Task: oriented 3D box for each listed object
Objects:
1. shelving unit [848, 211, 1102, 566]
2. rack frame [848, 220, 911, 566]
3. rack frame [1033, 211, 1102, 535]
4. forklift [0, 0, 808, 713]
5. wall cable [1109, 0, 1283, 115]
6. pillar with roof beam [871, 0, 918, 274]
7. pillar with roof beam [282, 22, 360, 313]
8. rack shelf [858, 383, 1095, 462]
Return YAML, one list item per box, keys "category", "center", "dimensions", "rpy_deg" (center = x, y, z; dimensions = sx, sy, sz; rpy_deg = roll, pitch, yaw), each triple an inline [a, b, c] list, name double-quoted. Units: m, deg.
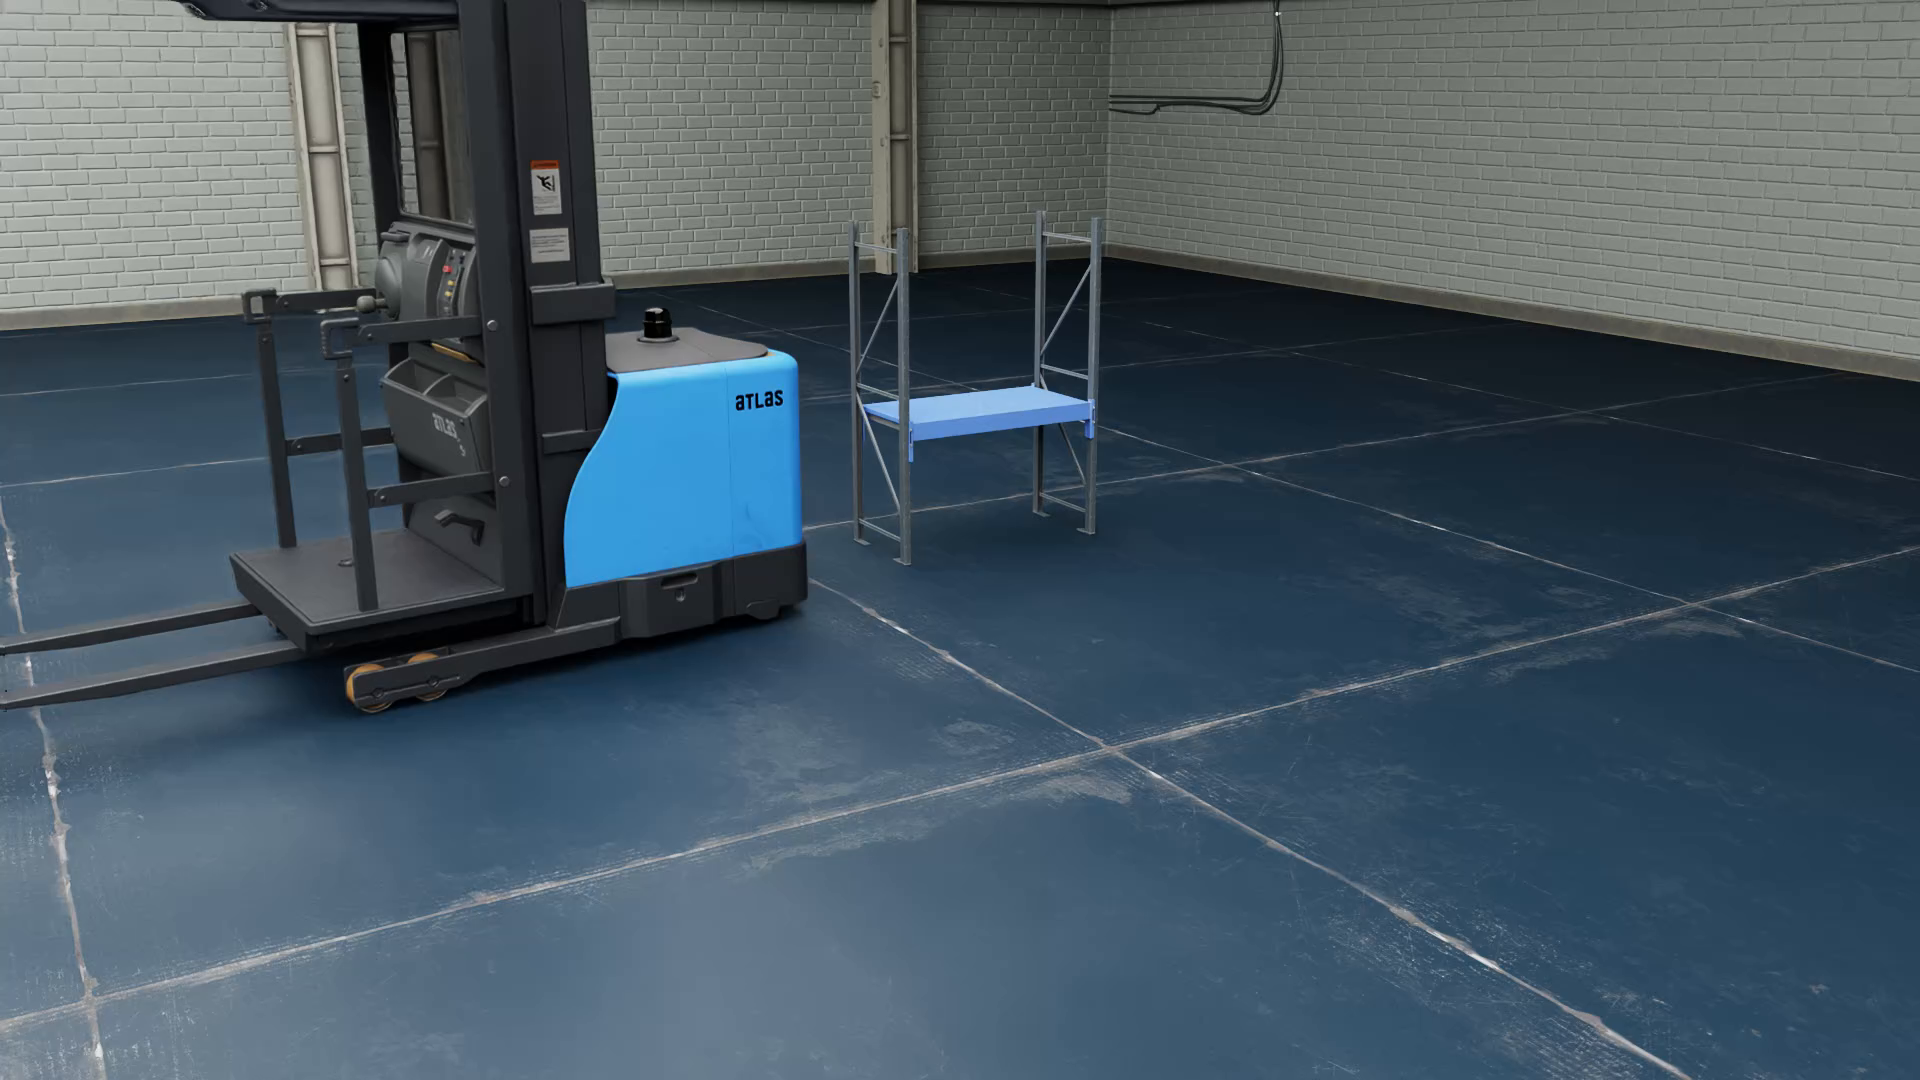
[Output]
- category: "shelving unit"
  center: [0.073, -0.734, 7.750]
  dimensions: [1.048, 1.500, 0.538]
  rpy_deg: [-9, 18, -30]
- category: "rack frame"
  center: [-0.363, -0.663, 7.498]
  dimensions: [0.032, 1.500, 0.500]
  rpy_deg: [-9, 18, -30]
- category: "rack frame"
  center: [0.509, -0.805, 8.002]
  dimensions: [0.032, 1.500, 0.500]
  rpy_deg: [-9, 18, -30]
- category: "forklift"
  center: [-2.112, -0.973, 5.951]
  dimensions: [3.031, 2.935, 1.130]
  rpy_deg: [-11, 19, -35]
- category: "wall cable"
  center: [2.496, -5.940, 18.180]
  dimensions: [0.112, 2.526, 3.097]
  rpy_deg: [-9, 18, -30]
- category: "pillar with roof beam"
  center: [1.506, -6.335, 13.838]
  dimensions: [0.400, 9.000, 9.100]
  rpy_deg: [-9, 18, -30]
- category: "pillar with roof beam"
  center: [-3.637, -5.501, 10.863]
  dimensions: [0.400, 9.000, 9.100]
  rpy_deg: [-9, 18, -30]
- category: "rack shelf"
  center: [0.073, -0.561, 7.798]
  dimensions: [1.000, 0.185, 0.538]
  rpy_deg: [-9, 18, -30]
